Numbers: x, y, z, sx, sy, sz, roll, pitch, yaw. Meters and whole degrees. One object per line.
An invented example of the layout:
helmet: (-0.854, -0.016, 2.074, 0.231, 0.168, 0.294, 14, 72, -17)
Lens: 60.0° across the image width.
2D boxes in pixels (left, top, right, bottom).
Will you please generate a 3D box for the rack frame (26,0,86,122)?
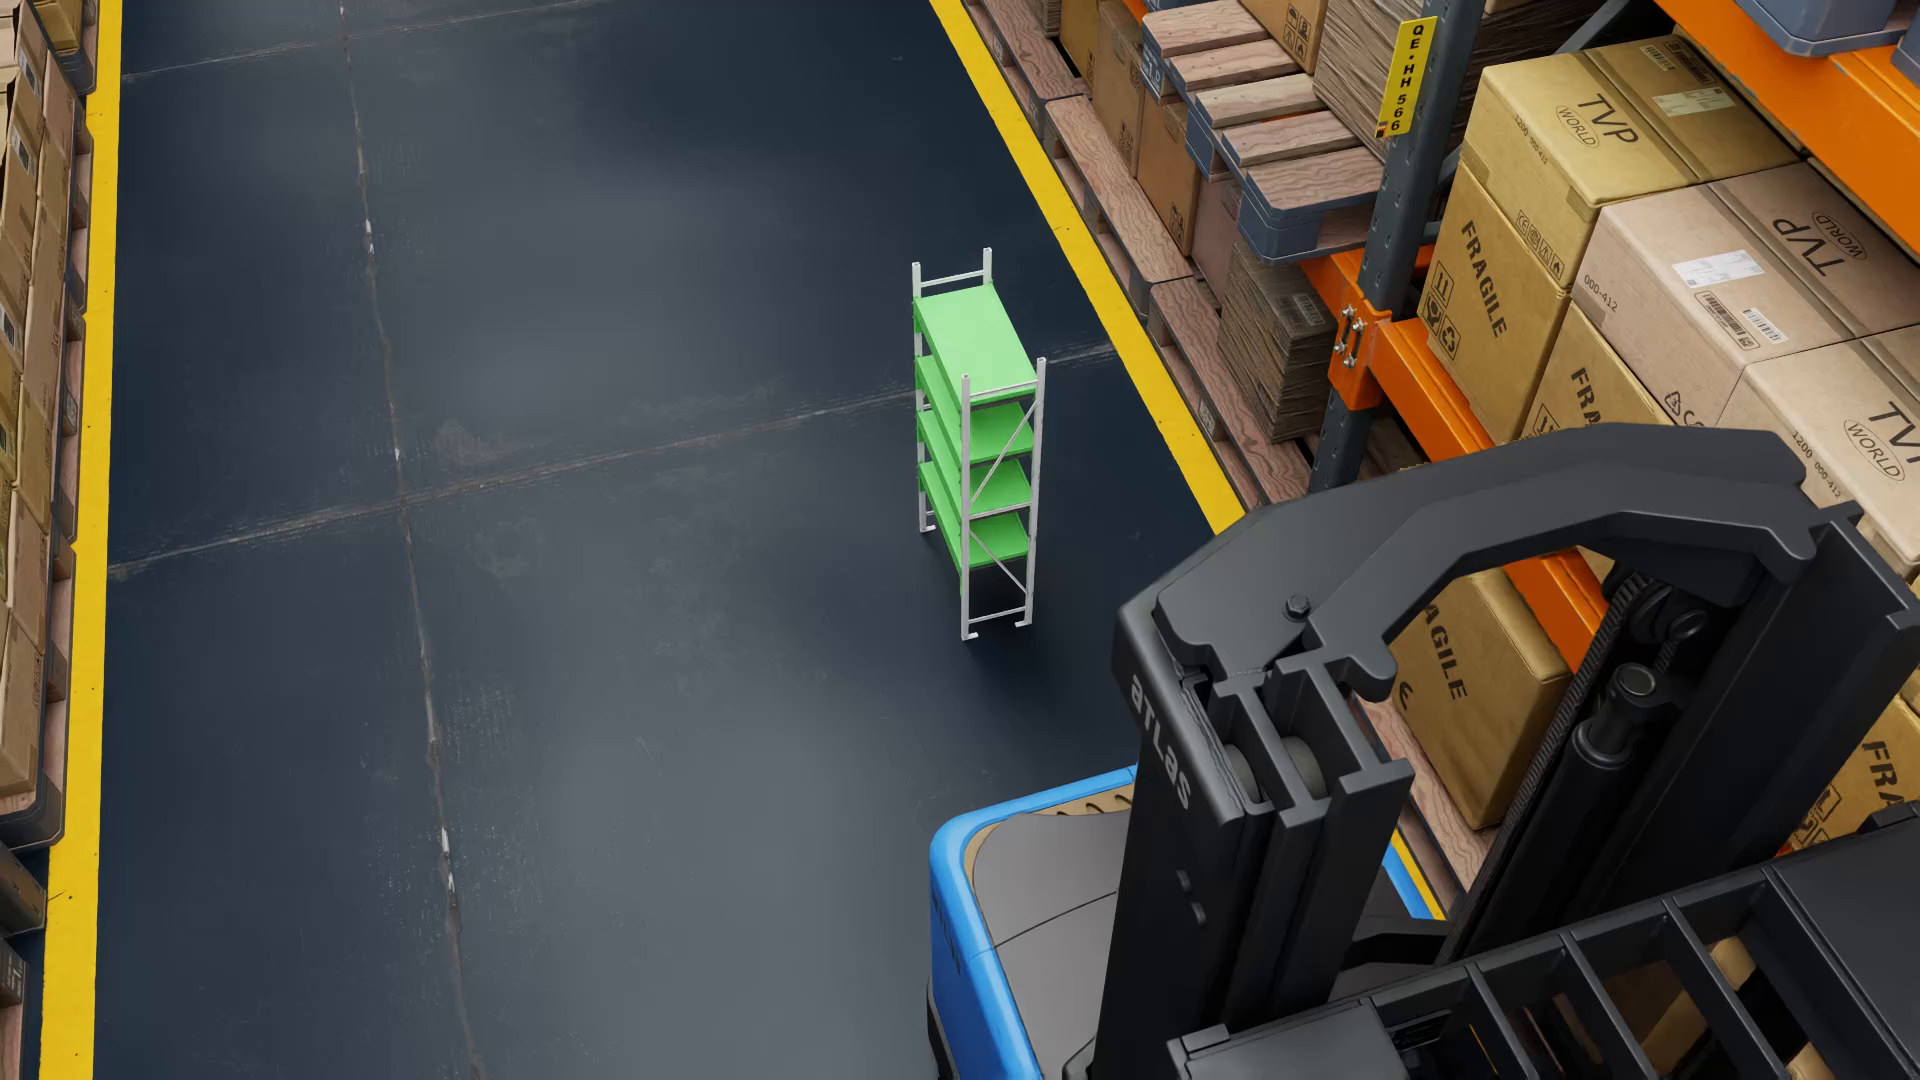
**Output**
rack frame: (-4.319, -2.696, 6.061, 1.000, 3.000, 0.127, -13, 51, -11)

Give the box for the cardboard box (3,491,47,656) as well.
cardboard box: (-3.159, 0.161, 5.176, 0.500, 0.250, 0.500, -15, 51, -12)

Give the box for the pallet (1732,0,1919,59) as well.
pallet: (1.836, -1.345, 3.084, 1.213, 0.211, 1.003, -11, 51, -9)

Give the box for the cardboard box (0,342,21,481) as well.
cardboard box: (-3.322, -0.408, 5.289, 0.500, 0.311, 0.500, -15, 51, -12)

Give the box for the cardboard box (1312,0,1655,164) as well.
cardboard box: (1.447, -1.412, 4.626, 0.700, 0.500, 0.500, -19, 52, -15)

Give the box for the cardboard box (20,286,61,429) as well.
cardboard box: (-3.470, -0.592, 5.811, 0.500, 0.250, 0.500, -12, 51, -10)

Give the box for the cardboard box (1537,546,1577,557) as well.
cardboard box: (1.535, -0.131, 4.049, 0.380, 0.149, 0.250, -12, 51, -10)

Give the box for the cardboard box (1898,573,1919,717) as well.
cardboard box: (1.952, 0.244, 2.819, 0.500, 0.250, 0.500, -14, 51, -12)

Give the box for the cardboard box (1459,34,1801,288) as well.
cardboard box: (1.492, -0.863, 3.752, 0.500, 0.250, 0.500, -12, 51, -10)

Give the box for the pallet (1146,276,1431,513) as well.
pallet: (1.366, -0.570, 6.092, 1.003, 0.211, 1.213, -13, 51, -11)

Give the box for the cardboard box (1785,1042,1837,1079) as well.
cardboard box: (2.196, 1.488, 3.665, 0.750, 0.750, 0.750, -12, 51, -10)

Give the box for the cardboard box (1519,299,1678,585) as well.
cardboard box: (1.640, -0.235, 3.713, 0.500, 0.500, 0.500, -12, 51, -10)

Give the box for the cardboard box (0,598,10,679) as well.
cardboard box: (-3.010, 0.347, 4.653, 0.500, 0.311, 0.500, -12, 51, -10)

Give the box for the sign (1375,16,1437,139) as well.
sign: (1.080, -1.115, 4.023, 0.100, 0.325, 0.005, -13, 51, -11)

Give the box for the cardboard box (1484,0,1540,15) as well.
cardboard box: (1.465, -1.526, 4.297, 0.380, 0.149, 0.250, -19, 53, -16)

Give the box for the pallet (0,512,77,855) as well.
pallet: (-3.342, 0.514, 5.178, 1.003, 0.211, 1.213, -13, 51, -11)

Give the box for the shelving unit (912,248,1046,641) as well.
shelving unit: (0.049, -0.266, 5.189, 0.258, 1.200, 0.503, -13, 51, -11)

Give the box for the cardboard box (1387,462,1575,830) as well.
cardboard box: (1.687, 0.227, 4.728, 0.750, 0.750, 0.750, -14, 51, -11)

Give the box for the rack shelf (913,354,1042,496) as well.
rack shelf: (0.049, -0.379, 5.055, 0.258, 0.148, 0.480, -13, 51, -11)

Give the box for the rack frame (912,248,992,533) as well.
rack frame: (-0.023, -0.444, 5.340, 0.240, 1.200, 0.015, -13, 51, -11)

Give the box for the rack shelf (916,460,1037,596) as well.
rack shelf: (0.049, -0.070, 5.422, 0.258, 0.148, 0.480, -13, 51, -11)

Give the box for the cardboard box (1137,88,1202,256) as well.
cardboard box: (1.117, -1.506, 6.405, 0.700, 0.500, 0.500, -14, 51, -11)

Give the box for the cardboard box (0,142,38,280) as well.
cardboard box: (-3.620, -1.151, 5.916, 0.500, 0.311, 0.500, -13, 51, -11)

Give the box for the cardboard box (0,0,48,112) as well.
cardboard box: (-3.925, -1.895, 6.542, 0.500, 0.311, 0.500, -13, 51, -11)

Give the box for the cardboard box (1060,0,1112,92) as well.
cardboard box: (0.847, -2.255, 7.036, 0.700, 0.500, 0.500, -14, 51, -12)

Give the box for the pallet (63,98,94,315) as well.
pallet: (-4.063, -1.268, 6.681, 1.003, 0.211, 1.213, -13, 51, -11)

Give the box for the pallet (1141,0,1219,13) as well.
pallet: (0.971, -2.272, 5.829, 1.003, 0.211, 1.213, -13, 51, -11)

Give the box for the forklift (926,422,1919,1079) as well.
forklift: (0.855, 1.355, 2.690, 1.130, 2.935, 3.031, -14, 51, -12)

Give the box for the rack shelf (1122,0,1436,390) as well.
rack shelf: (1.004, -2.126, 6.051, 1.077, 0.370, 4.000, -13, 51, -11)

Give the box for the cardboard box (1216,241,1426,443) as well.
cardboard box: (1.333, -0.747, 5.765, 0.700, 0.500, 0.500, -13, 51, -10)

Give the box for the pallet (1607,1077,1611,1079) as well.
pallet: (2.114, 1.484, 4.361, 1.003, 0.211, 1.213, -13, 51, -11)

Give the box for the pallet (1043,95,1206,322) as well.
pallet: (1.009, -1.459, 6.842, 1.003, 0.211, 1.213, -13, 51, -11)

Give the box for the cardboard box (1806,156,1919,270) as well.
cardboard box: (2.127, -0.622, 3.549, 0.500, 0.250, 0.500, -15, 51, -12)

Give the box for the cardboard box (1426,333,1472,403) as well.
cardboard box: (1.471, -0.530, 4.386, 0.380, 0.149, 0.250, -14, 51, -12)

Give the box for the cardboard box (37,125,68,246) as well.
cardboard box: (-3.771, -1.338, 6.440, 0.500, 0.250, 0.500, -14, 51, -12)
